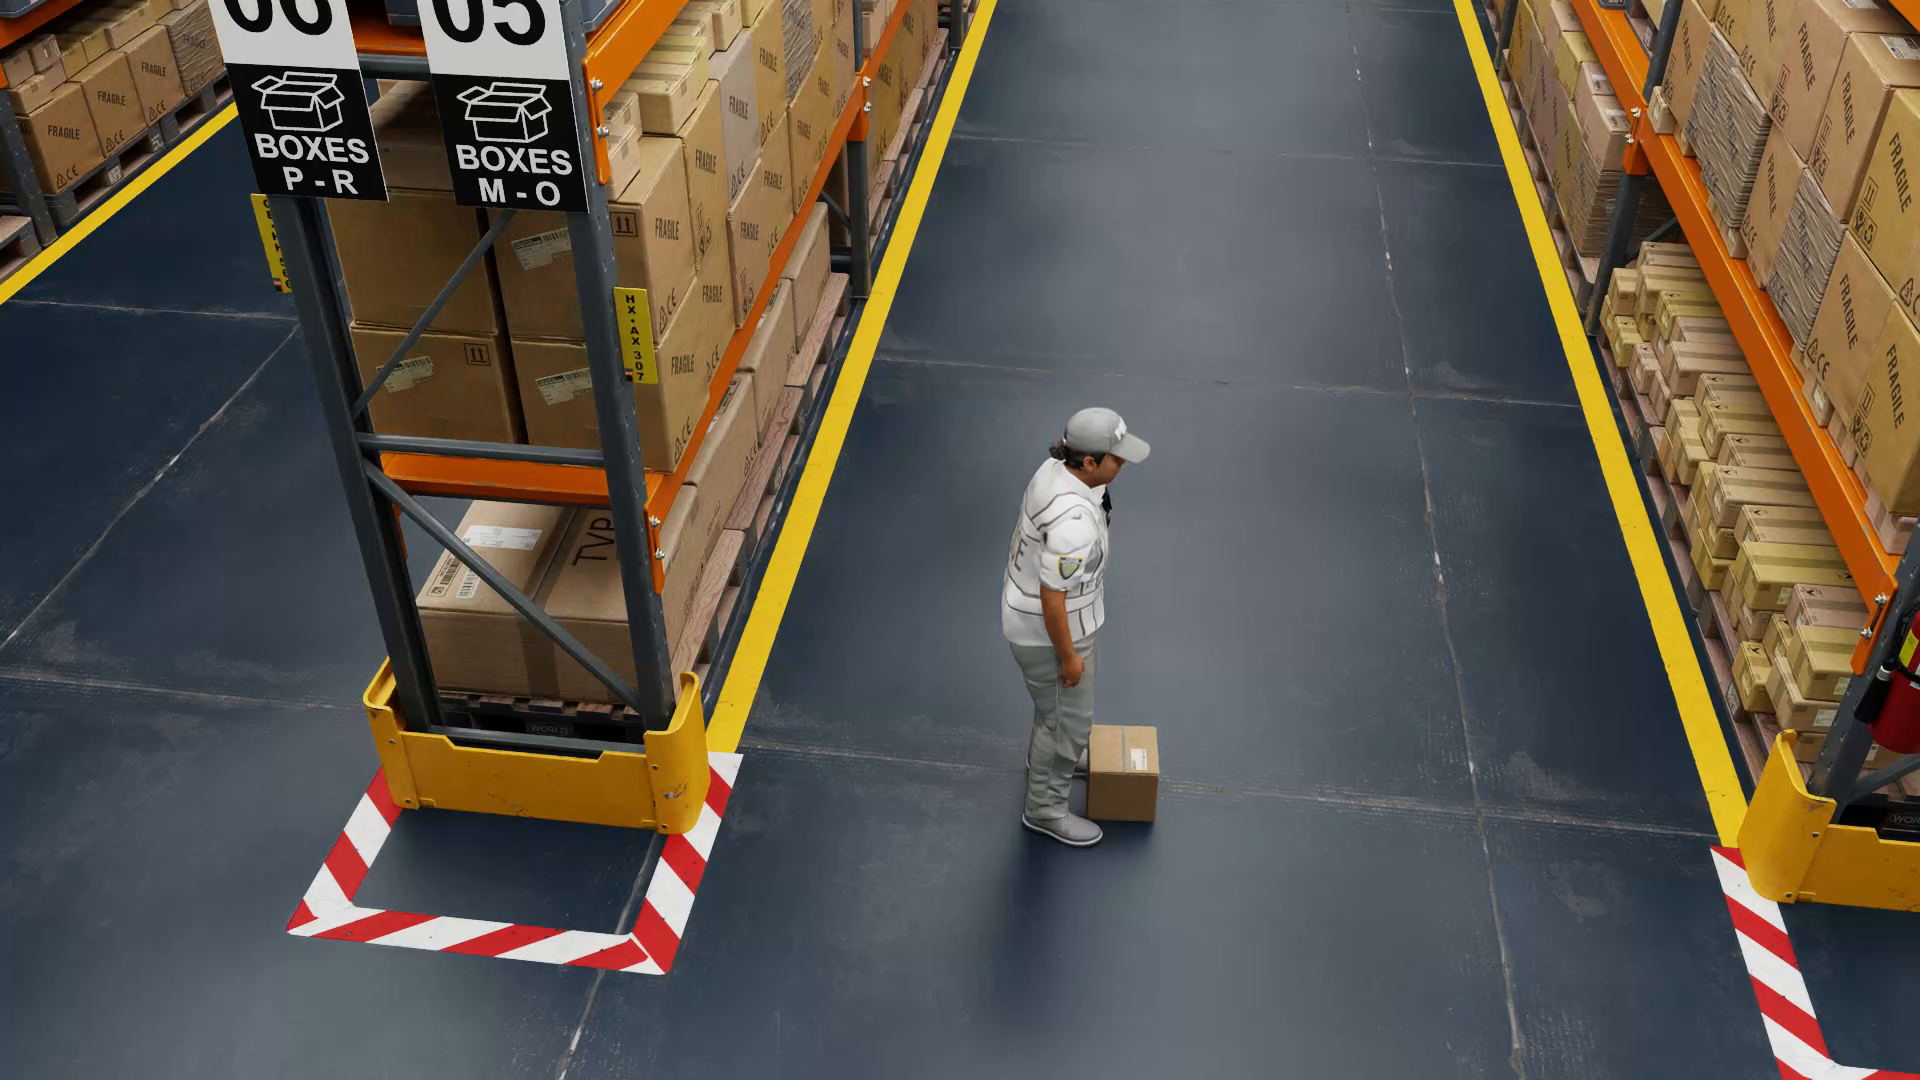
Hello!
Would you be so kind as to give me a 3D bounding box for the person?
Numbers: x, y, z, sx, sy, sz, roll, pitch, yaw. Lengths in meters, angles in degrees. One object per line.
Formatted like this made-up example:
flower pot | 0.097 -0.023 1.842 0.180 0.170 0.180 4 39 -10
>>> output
person | 0.377 0.281 5.762 0.468 1.665 0.554 2 36 3
